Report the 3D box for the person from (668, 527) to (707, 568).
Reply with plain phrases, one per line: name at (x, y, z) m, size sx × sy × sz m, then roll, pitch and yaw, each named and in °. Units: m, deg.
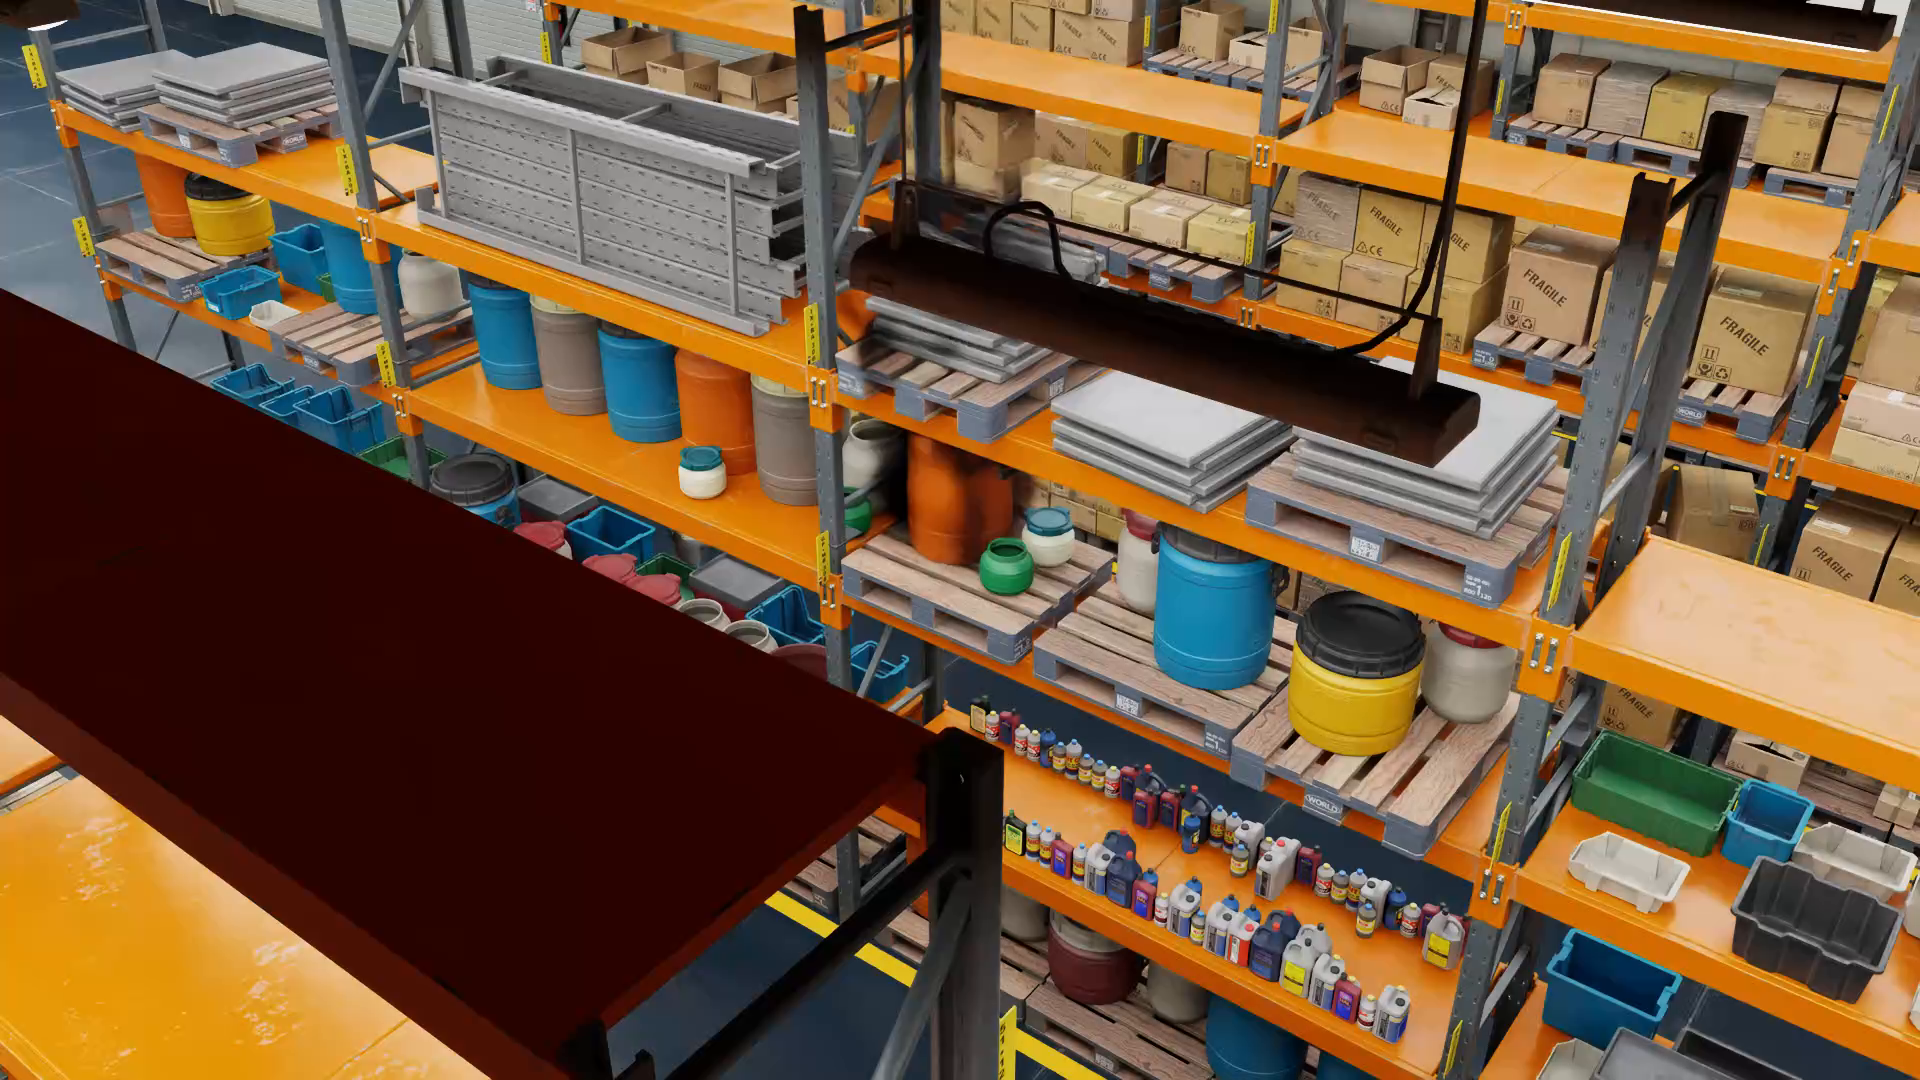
person at (-2.198, -0.051, 13.713) m, size 0.911 × 1.676 × 0.581 m, roll 19°, pitch 36°, yaw 29°
